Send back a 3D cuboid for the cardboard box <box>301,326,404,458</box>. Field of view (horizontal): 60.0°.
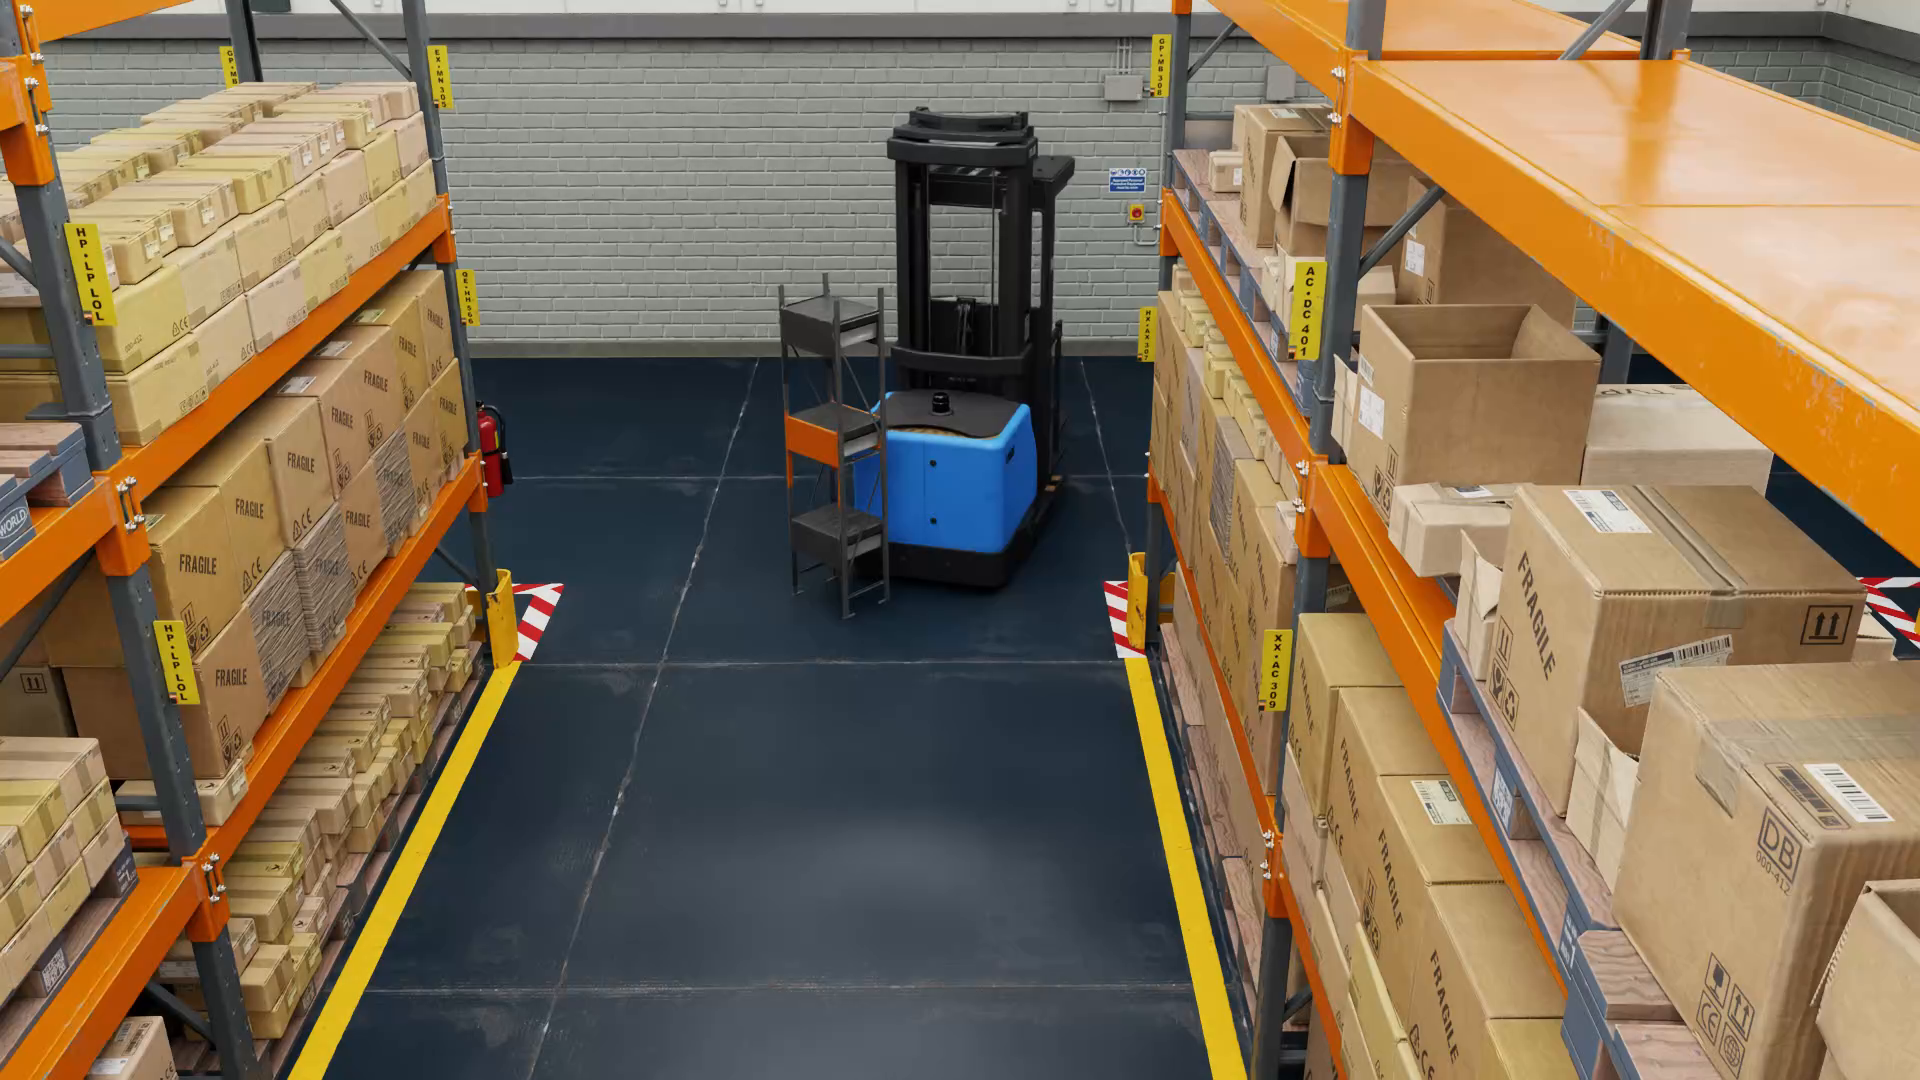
[{"bbox_3d":[-3.039,-0.717,7.999,0.500,0.500,0.500,1,24,2],"label":"cardboard box"}]

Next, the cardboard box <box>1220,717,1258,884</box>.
[{"bbox_3d":[1.770,1.242,7.964,0.875,0.438,0.875,-1,24,-2],"label":"cardboard box"}]

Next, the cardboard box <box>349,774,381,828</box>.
[{"bbox_3d":[-3.003,1.246,7.944,0.380,0.149,0.250,0,24,-1],"label":"cardboard box"}]

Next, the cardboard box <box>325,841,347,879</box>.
[{"bbox_3d":[-3.100,1.487,7.772,0.380,0.149,0.250,-1,24,-3],"label":"cardboard box"}]

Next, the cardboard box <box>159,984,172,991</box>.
[{"bbox_3d":[-3.533,1.798,7.085,0.380,0.149,0.250,0,24,1],"label":"cardboard box"}]

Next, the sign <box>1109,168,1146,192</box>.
[{"bbox_3d":[1.502,-3.226,14.915,0.327,0.218,0.001,0,24,-1],"label":"sign"}]

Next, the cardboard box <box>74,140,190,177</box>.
[{"bbox_3d":[-3.549,-1.624,7.151,0.380,0.149,0.250,1,24,1],"label":"cardboard box"}]

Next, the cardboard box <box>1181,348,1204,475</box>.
[{"bbox_3d":[1.383,-0.631,8.172,0.500,0.500,0.500,0,24,-1],"label":"cardboard box"}]

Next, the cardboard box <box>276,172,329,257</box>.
[{"bbox_3d":[-3.049,-1.398,7.137,0.500,0.250,0.500,-1,24,-3],"label":"cardboard box"}]

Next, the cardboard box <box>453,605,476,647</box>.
[{"bbox_3d":[-3.021,0.498,9.598,0.380,0.149,0.250,-1,24,-2],"label":"cardboard box"}]

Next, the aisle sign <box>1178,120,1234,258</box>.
[{"bbox_3d":[1.345,-1.967,9.305,0.394,0.787,0.004,0,24,-1],"label":"aisle sign"}]

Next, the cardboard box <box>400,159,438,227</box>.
[{"bbox_3d":[-3.043,-1.803,8.638,0.500,0.250,0.500,-1,24,-2],"label":"cardboard box"}]

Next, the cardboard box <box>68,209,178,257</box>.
[{"bbox_3d":[-3.059,-1.086,5.964,0.380,0.149,0.250,-1,24,-1],"label":"cardboard box"}]

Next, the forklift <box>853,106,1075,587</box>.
[{"bbox_3d":[0.164,-1.610,11.753,1.130,2.935,3.031,6,25,14],"label":"forklift"}]

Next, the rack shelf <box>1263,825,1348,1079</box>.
[{"bbox_3d":[1.702,2.046,4.460,1.077,0.370,4.000,0,24,-1],"label":"rack shelf"}]

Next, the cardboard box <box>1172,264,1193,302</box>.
[{"bbox_3d":[1.363,-1.404,9.091,0.380,0.149,0.250,0,24,1],"label":"cardboard box"}]

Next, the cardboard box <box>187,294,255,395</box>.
[{"bbox_3d":[-3.025,-0.739,6.286,0.500,0.250,0.500,-1,24,-1],"label":"cardboard box"}]

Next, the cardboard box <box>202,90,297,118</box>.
[{"bbox_3d":[-3.552,-2.159,8.335,0.380,0.149,0.250,1,24,2],"label":"cardboard box"}]

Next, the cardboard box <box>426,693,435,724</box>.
[{"bbox_3d":[-3.062,0.950,8.960,0.380,0.149,0.250,0,24,0],"label":"cardboard box"}]

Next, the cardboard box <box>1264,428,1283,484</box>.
[{"bbox_3d":[1.450,-0.344,6.750,0.380,0.149,0.250,0,24,-1],"label":"cardboard box"}]

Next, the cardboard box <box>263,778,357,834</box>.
[{"bbox_3d":[-3.008,1.221,7.638,0.380,0.149,0.250,0,24,1],"label":"cardboard box"}]

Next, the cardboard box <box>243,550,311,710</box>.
[{"bbox_3d":[-3.035,0.368,6.815,0.500,0.500,0.500,0,24,-1],"label":"cardboard box"}]

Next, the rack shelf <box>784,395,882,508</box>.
[{"bbox_3d":[-0.782,-0.565,10.485,0.480,0.518,0.431,21,32,38],"label":"rack shelf"}]

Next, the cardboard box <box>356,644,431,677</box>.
[{"bbox_3d":[-3.039,0.680,8.834,0.380,0.149,0.250,-1,24,-3],"label":"cardboard box"}]

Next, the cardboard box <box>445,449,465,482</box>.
[{"bbox_3d":[-3.026,-0.443,9.394,0.380,0.149,0.250,0,24,0],"label":"cardboard box"}]

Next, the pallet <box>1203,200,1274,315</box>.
[{"bbox_3d":[1.671,-1.271,7.388,1.003,0.211,1.213,0,24,-1],"label":"pallet"}]

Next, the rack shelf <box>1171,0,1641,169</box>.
[{"bbox_3d":[1.658,-2.154,6.950,1.077,0.370,4.000,0,24,-1],"label":"rack shelf"}]

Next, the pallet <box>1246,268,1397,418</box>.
[{"bbox_3d":[1.681,-0.770,6.279,1.003,0.211,1.213,0,24,-1],"label":"pallet"}]

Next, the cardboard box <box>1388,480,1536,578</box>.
[{"bbox_3d":[1.344,-0.035,4.321,0.380,0.166,0.250,-2,24,-4],"label":"cardboard box"}]

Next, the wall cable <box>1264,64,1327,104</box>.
[{"bbox_3d":[2.969,-3.552,14.730,0.588,1.984,0.122,0,24,-1],"label":"wall cable"}]

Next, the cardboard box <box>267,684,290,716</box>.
[{"bbox_3d":[-3.074,0.626,7.030,0.380,0.149,0.250,-1,24,-3],"label":"cardboard box"}]

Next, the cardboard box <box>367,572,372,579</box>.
[{"bbox_3d":[-3.100,0.088,8.220,0.380,0.149,0.250,-1,24,-3],"label":"cardboard box"}]

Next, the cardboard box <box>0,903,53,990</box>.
[{"bbox_3d":[-3.062,1.253,5.134,0.380,0.149,0.250,0,24,-1],"label":"cardboard box"}]

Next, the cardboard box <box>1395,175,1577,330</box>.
[{"bbox_3d":[1.883,-0.999,5.926,0.500,0.500,0.500,0,24,0],"label":"cardboard box"}]

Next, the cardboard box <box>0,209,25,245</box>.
[{"bbox_3d":[-3.603,-1.087,5.965,0.380,0.149,0.250,0,24,-1],"label":"cardboard box"}]

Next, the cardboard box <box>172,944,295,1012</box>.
[{"bbox_3d":[-2.953,1.779,6.765,0.380,0.149,0.250,1,24,2],"label":"cardboard box"}]

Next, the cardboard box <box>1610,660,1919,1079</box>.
[{"bbox_3d":[1.523,0.531,2.664,0.700,0.500,0.500,-1,24,-3],"label":"cardboard box"}]

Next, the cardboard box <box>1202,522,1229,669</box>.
[{"bbox_3d":[1.388,0.239,7.460,0.500,0.500,0.500,-1,24,-1],"label":"cardboard box"}]

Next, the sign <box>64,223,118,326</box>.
[{"bbox_3d":[-2.714,-0.828,5.195,0.100,0.325,0.005,0,24,-1],"label":"sign"}]

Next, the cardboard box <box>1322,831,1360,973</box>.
[{"bbox_3d":[1.436,1.132,5.183,0.500,0.250,0.500,0,24,0],"label":"cardboard box"}]

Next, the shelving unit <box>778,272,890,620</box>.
[{"bbox_3d":[-0.782,-0.578,10.479,0.503,2.100,0.431,21,32,38],"label":"shelving unit"}]

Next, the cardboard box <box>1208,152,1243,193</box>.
[{"bbox_3d":[1.418,-1.794,8.111,0.380,0.149,0.250,1,24,1],"label":"cardboard box"}]

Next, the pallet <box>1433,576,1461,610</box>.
[{"bbox_3d":[1.739,-0.008,4.720,0.805,0.209,1.217,-1,24,-3],"label":"pallet"}]

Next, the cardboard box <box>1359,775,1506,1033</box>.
[{"bbox_3d":[1.433,0.992,4.583,0.500,0.500,0.500,-1,24,-2],"label":"cardboard box"}]

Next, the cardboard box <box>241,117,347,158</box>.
[{"bbox_3d":[-3.053,-1.842,7.634,0.380,0.149,0.250,-1,24,-2],"label":"cardboard box"}]

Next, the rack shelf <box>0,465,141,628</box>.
[{"bbox_3d":[-3.247,0.743,3.700,1.077,0.370,4.000,0,24,-1],"label":"rack shelf"}]

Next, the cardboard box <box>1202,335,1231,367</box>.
[{"bbox_3d":[1.363,-0.869,7.909,0.380,0.149,0.250,0,24,0],"label":"cardboard box"}]

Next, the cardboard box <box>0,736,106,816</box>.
[{"bbox_3d":[-3.069,0.774,5.471,0.380,0.149,0.250,1,24,2],"label":"cardboard box"}]

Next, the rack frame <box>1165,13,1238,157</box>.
[{"bbox_3d":[1.636,-3.488,8.542,1.000,3.000,0.127,0,24,-1],"label":"rack frame"}]

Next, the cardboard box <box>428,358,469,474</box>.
[{"bbox_3d":[-3.050,-0.688,9.148,0.500,0.500,0.500,0,24,1],"label":"cardboard box"}]

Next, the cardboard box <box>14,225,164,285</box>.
[{"bbox_3d":[-2.999,-0.983,5.736,0.380,0.149,0.250,-1,24,-3],"label":"cardboard box"}]
